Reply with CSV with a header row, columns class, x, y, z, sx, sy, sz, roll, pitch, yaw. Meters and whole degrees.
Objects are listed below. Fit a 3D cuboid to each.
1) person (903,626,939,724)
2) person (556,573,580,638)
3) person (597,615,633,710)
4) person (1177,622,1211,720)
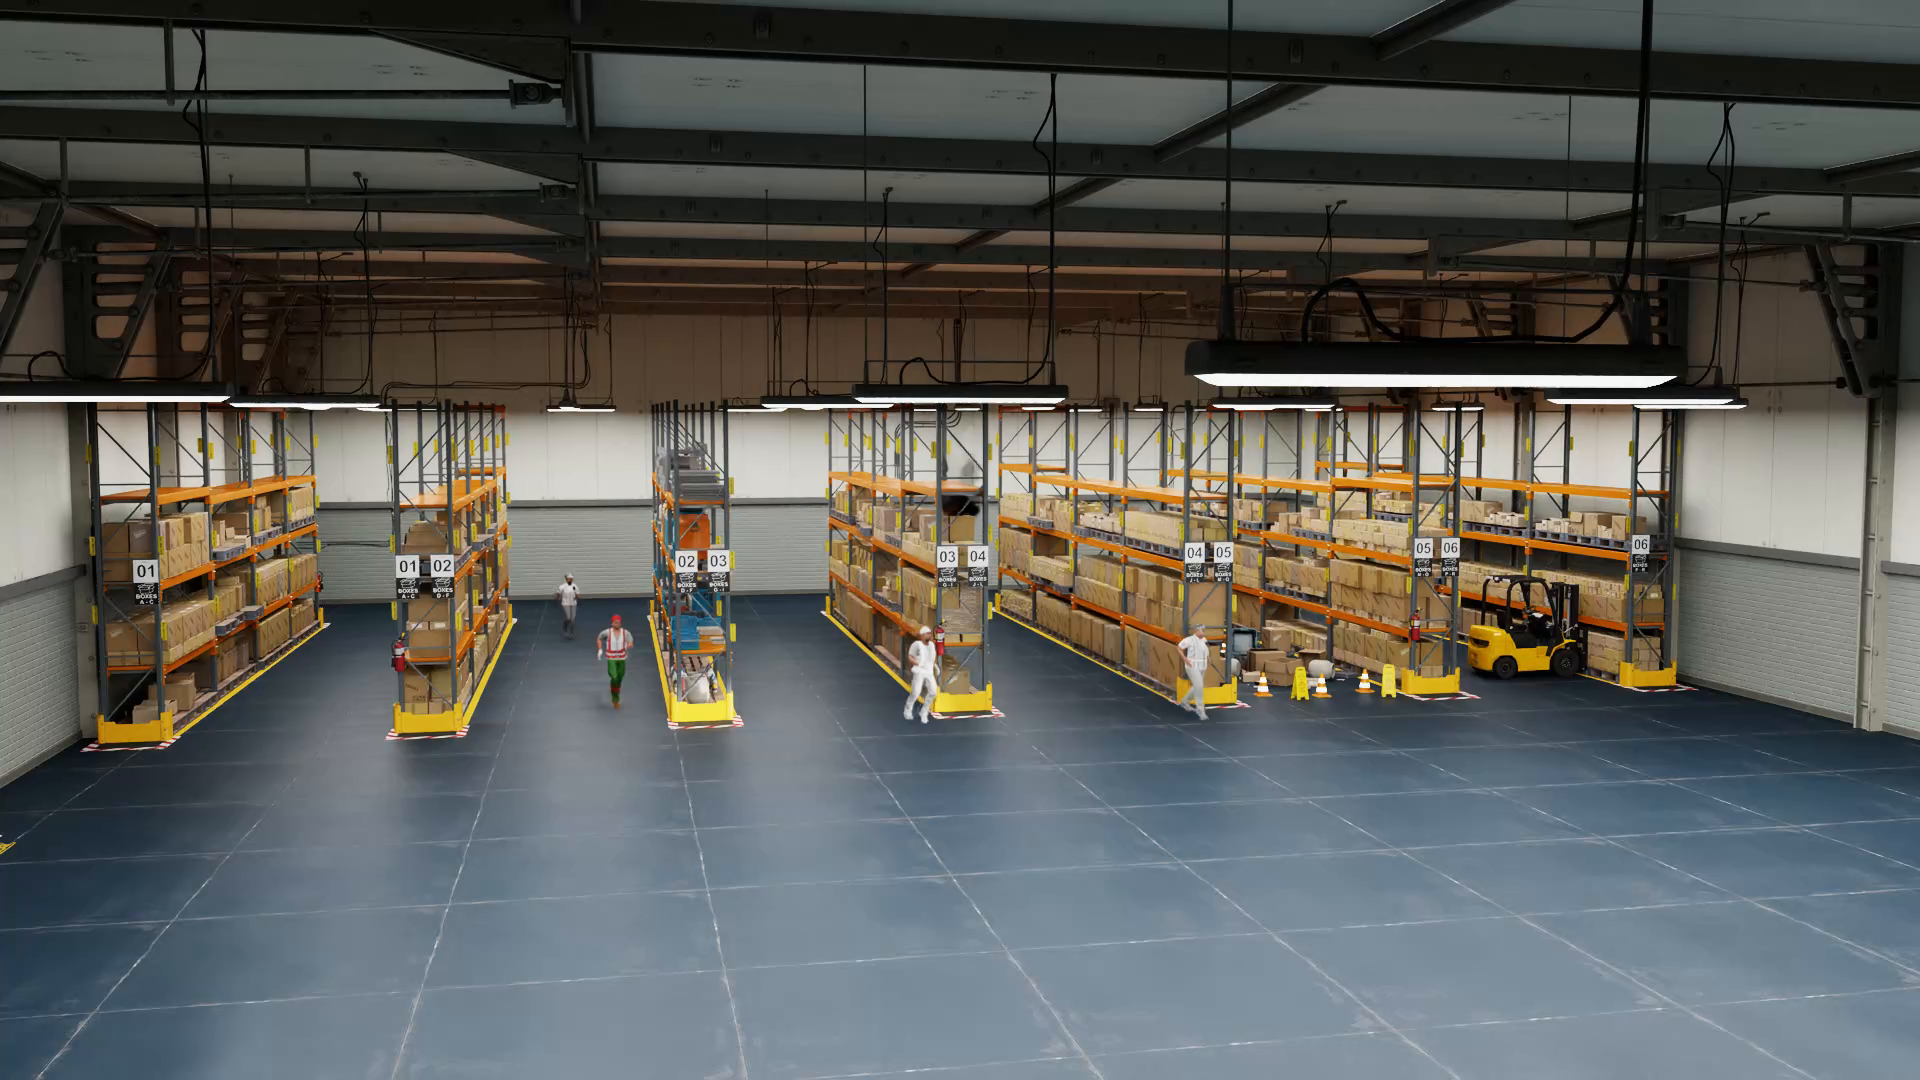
class,x,y,z,sx,sy,sz,roll,pitch,yaw
person,-0.669,2.511,31.034,0.755,1.800,0.630,-4,6,-40
person,-9.970,1.678,42.454,0.550,1.669,0.638,-2,5,-29
person,-6.724,2.374,32.513,0.643,1.844,0.876,-2,5,-27
person,4.532,2.464,31.625,0.665,1.802,0.917,-4,6,-42
